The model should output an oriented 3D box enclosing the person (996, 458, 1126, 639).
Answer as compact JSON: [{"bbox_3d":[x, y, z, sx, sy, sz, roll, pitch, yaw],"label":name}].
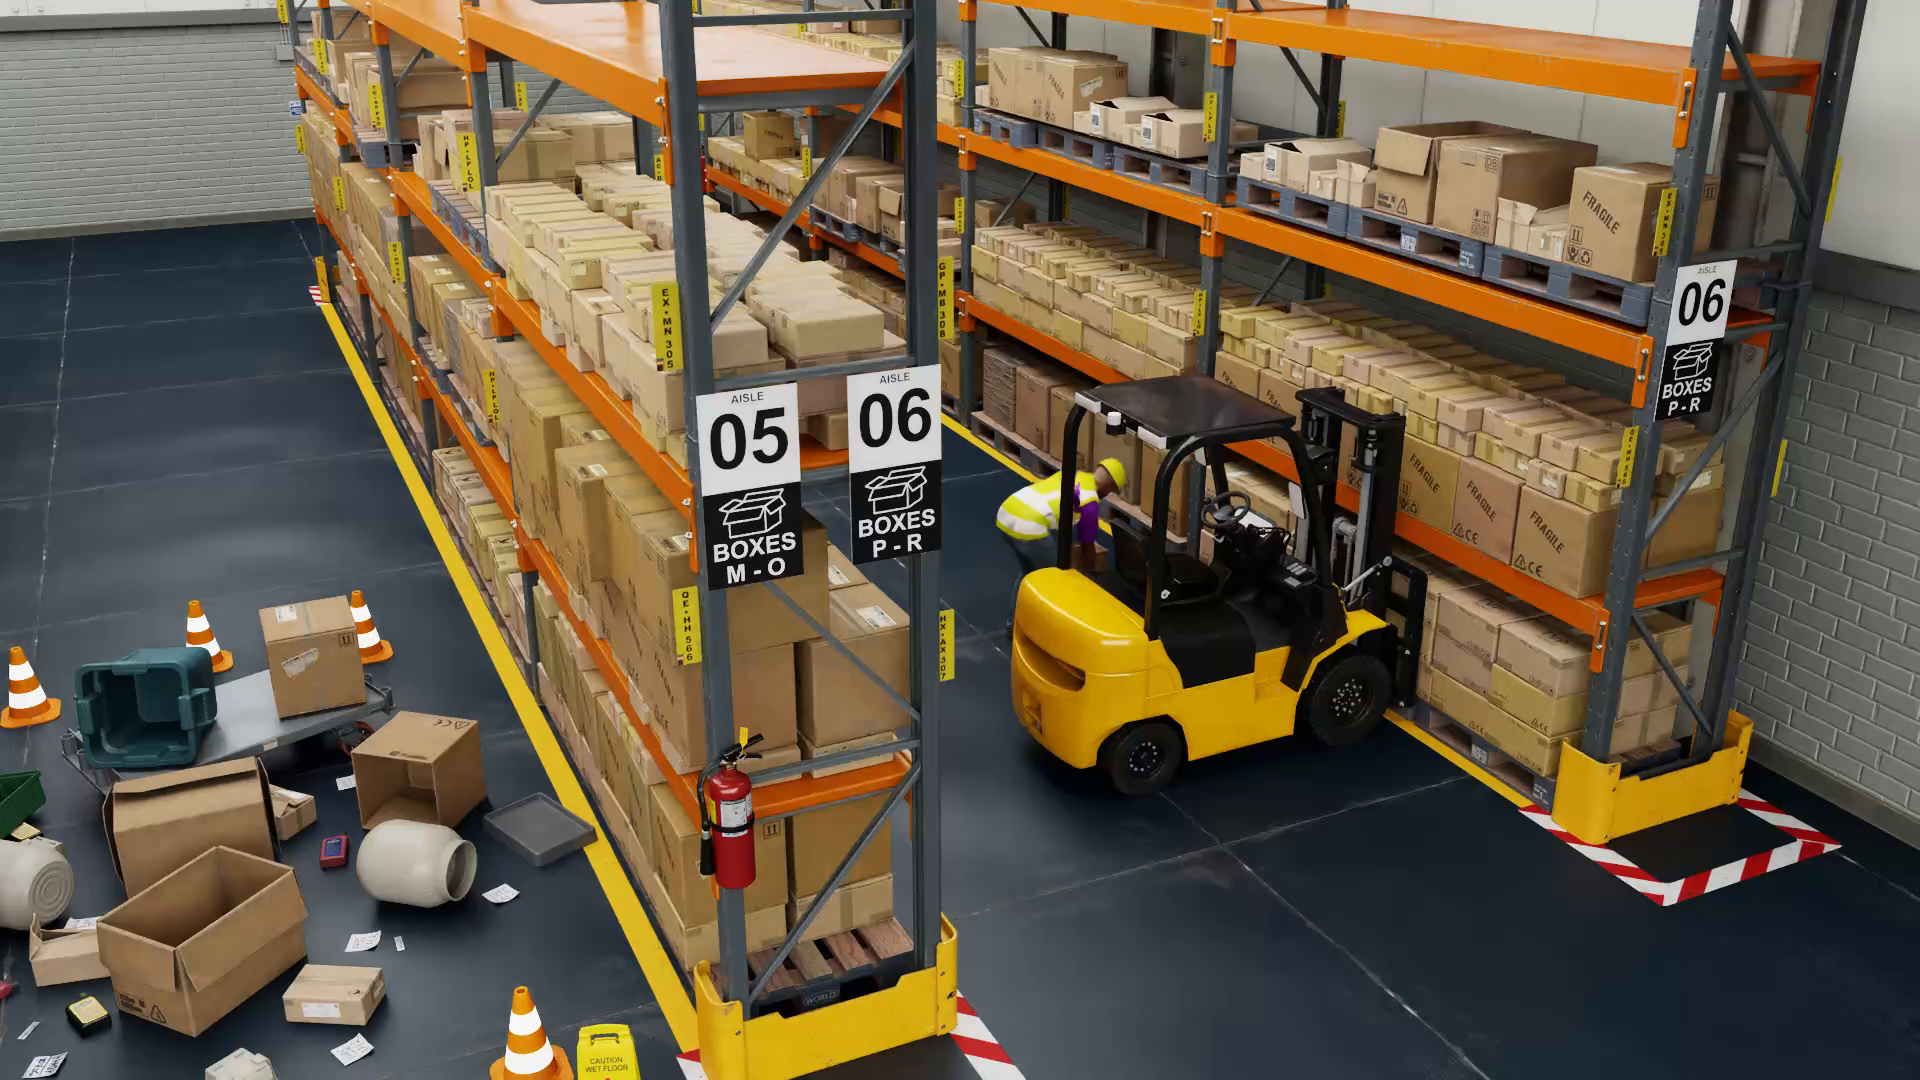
[{"bbox_3d":[0.711,0.080,11.486,0.956,1.242,0.475,-11,24,-25],"label":"person"}]
